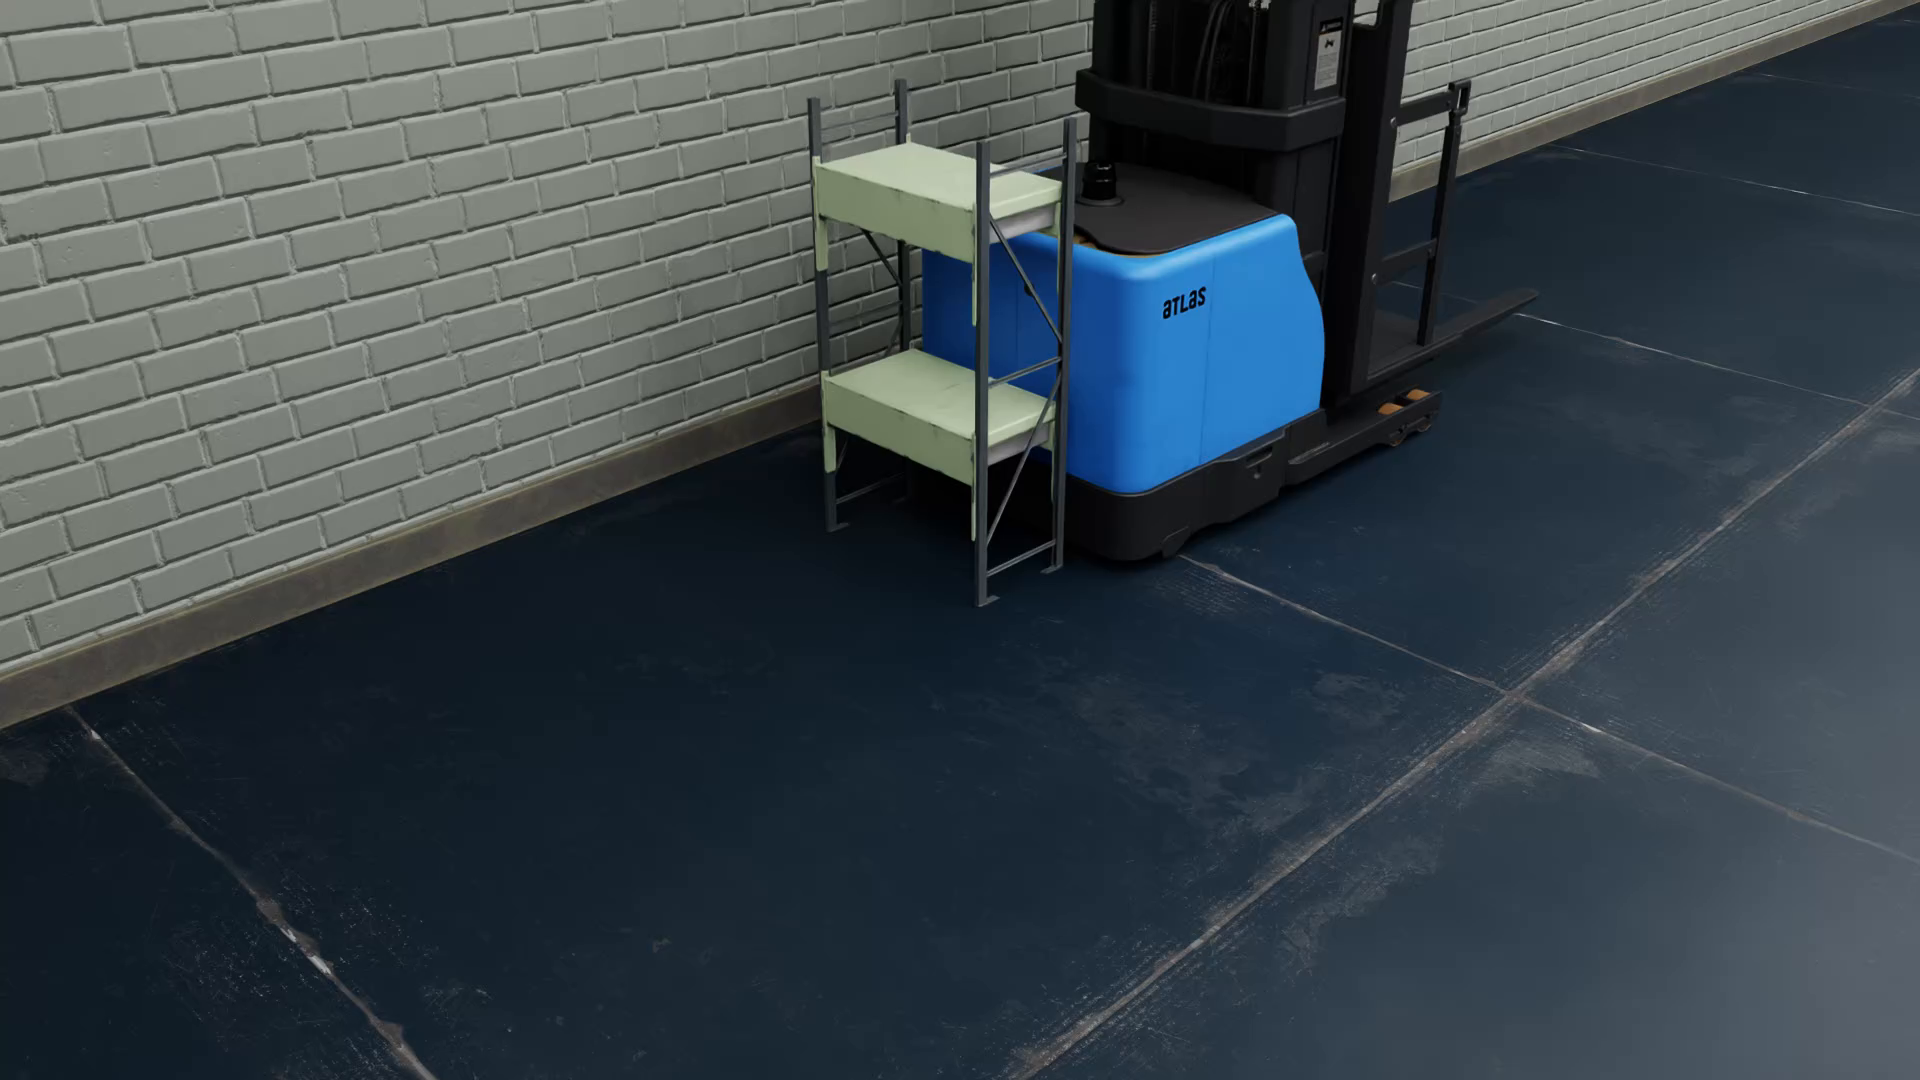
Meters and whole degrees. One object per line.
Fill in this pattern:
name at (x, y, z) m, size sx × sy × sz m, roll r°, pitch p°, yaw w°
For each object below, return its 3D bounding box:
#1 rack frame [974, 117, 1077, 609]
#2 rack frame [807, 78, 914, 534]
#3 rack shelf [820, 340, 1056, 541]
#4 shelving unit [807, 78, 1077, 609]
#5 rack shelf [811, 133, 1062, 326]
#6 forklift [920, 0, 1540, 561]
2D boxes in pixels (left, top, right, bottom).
rack frame at (0.195, -0.512, 5.112) m, size 0.400 × 1.500 × 0.023 m, roll -25°, pitch 37°, yaw -38°
rack frame at (-0.319, -0.754, 5.573) m, size 0.400 × 1.500 × 0.023 m, roll -25°, pitch 37°, yaw -38°
rack shelf at (-0.062, -0.345, 5.494) m, size 0.431 × 0.370 × 0.720 m, roll -25°, pitch 37°, yaw -38°
shelving unit at (-0.062, -0.633, 5.342) m, size 0.431 × 1.500 × 0.755 m, roll -25°, pitch 37°, yaw -38°
rack shelf at (-0.062, -0.978, 5.160) m, size 0.431 × 0.370 × 0.720 m, roll -25°, pitch 37°, yaw -38°
forklift at (1.255, -1.812, 6.047) m, size 3.031 × 2.935 × 1.130 m, roll -25°, pitch 36°, yaw -38°
